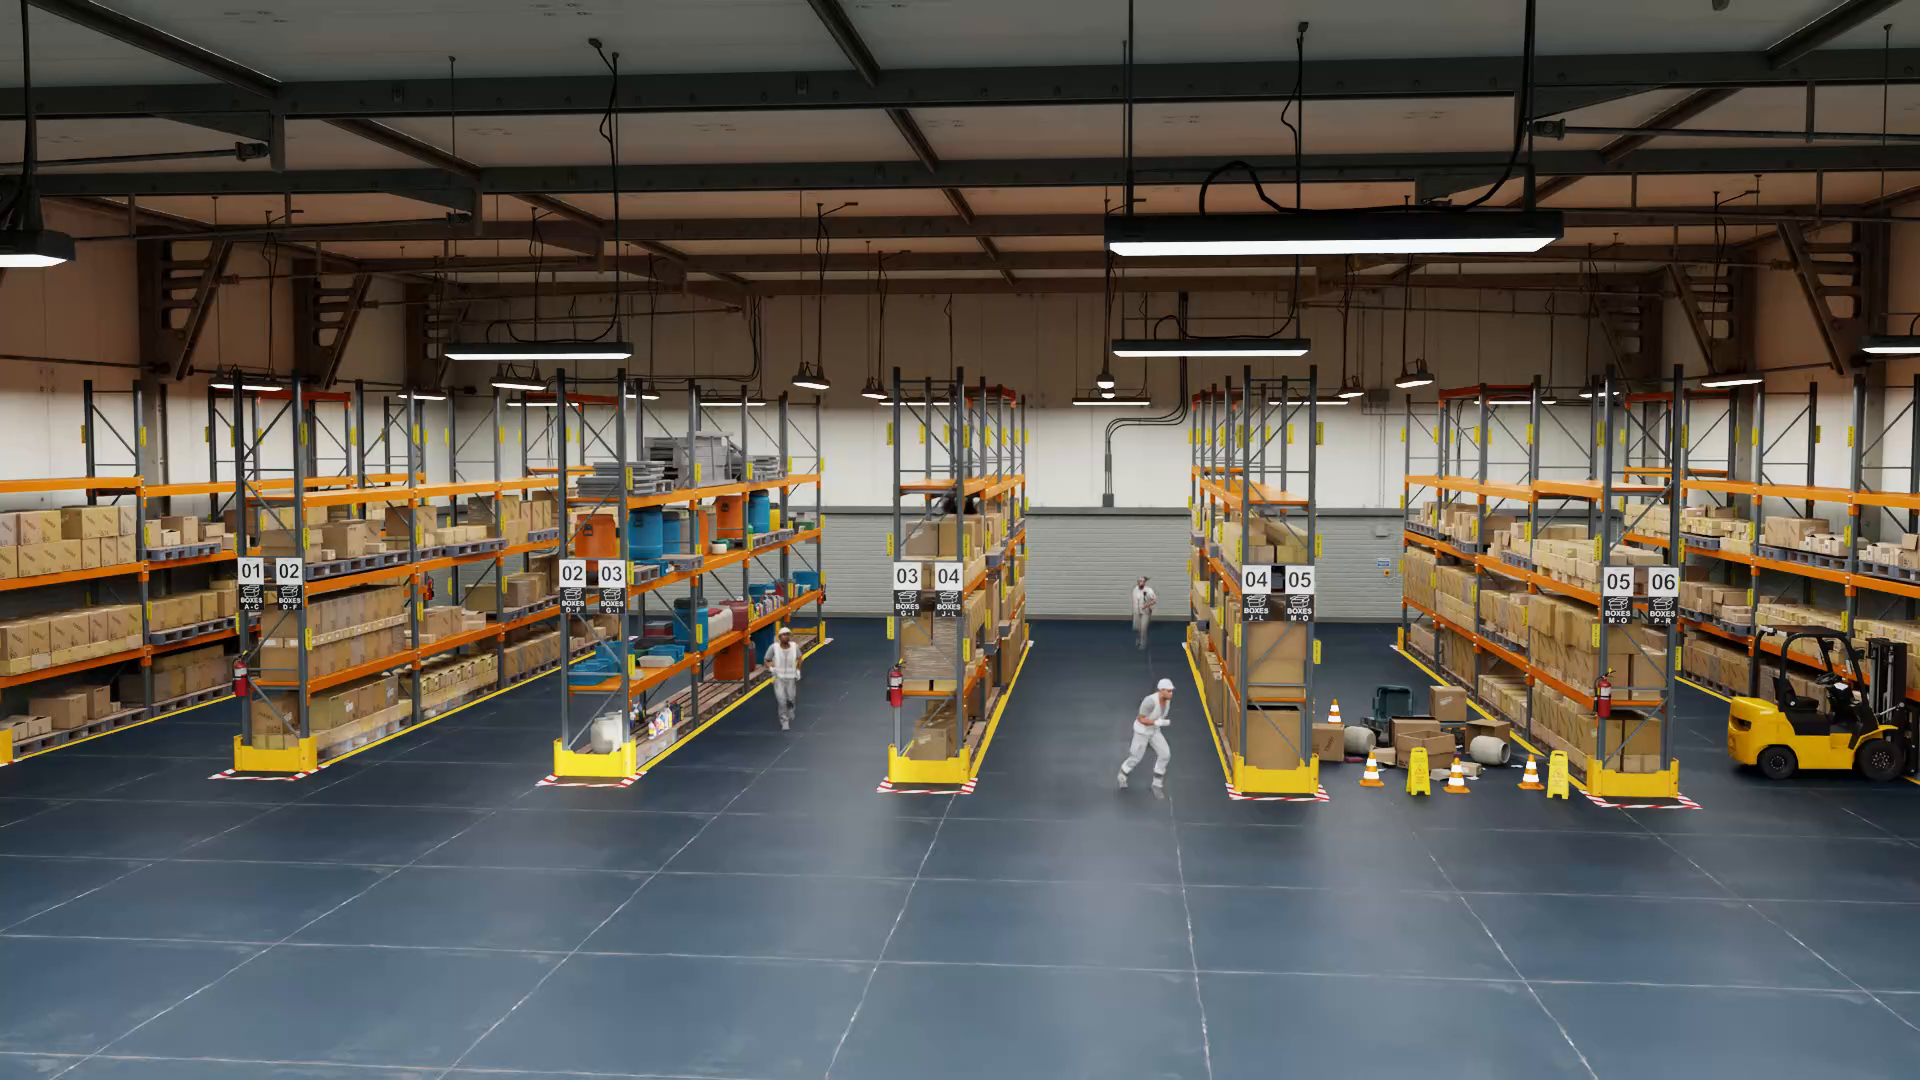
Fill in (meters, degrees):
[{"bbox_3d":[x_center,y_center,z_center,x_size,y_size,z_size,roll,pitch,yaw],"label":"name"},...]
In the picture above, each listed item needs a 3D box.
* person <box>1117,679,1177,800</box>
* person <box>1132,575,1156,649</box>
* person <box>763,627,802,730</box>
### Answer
[{"bbox_3d":[2.605,2.751,23.178,0.707,1.718,1.021,-3,5,-43],"label":"person"},{"bbox_3d":[4.298,1.699,39.201,0.649,1.755,0.629,2,4,29],"label":"person"},{"bbox_3d":[-3.032,2.365,28.528,0.674,1.745,0.649,-1,4,-15],"label":"person"}]
